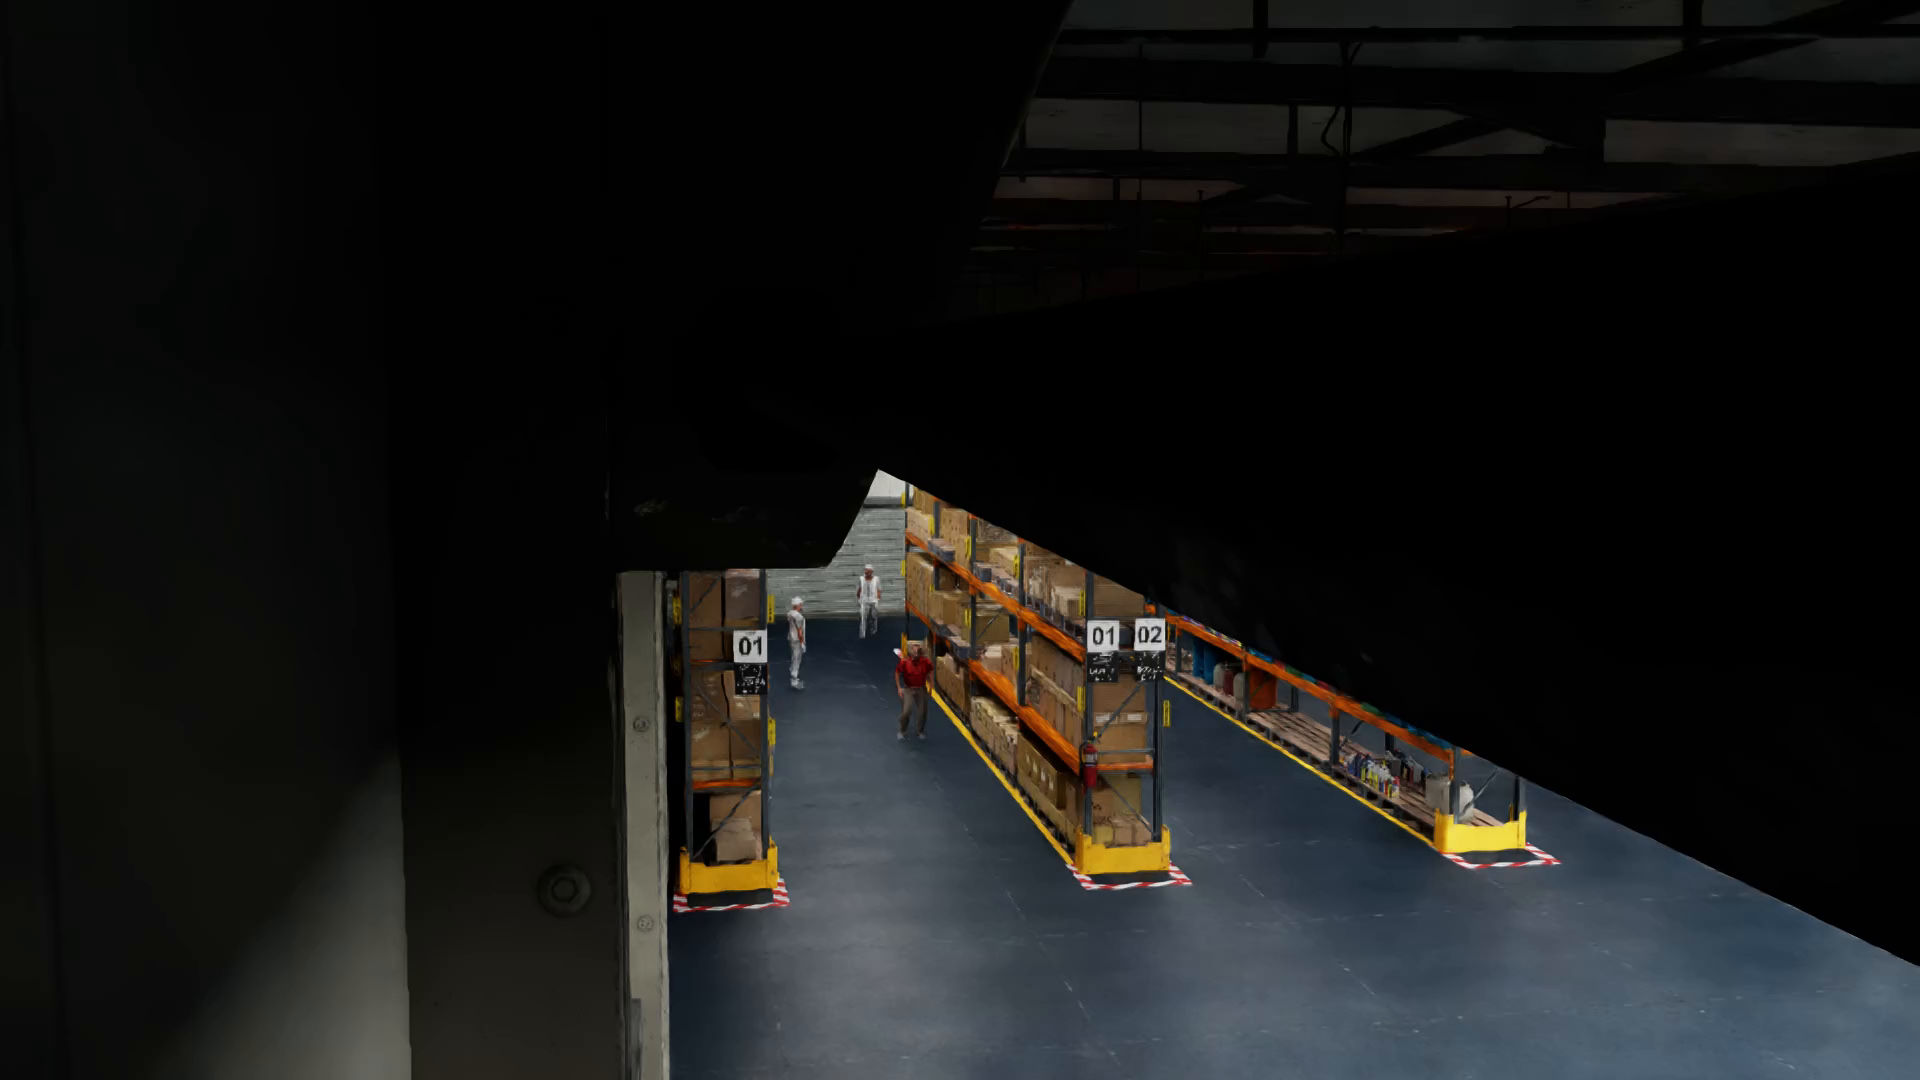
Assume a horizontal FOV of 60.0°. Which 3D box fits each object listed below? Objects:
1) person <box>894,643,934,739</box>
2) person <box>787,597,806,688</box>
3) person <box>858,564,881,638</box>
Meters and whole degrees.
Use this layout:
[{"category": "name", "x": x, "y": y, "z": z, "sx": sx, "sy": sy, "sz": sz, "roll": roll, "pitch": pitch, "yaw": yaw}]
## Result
[{"category": "person", "x": -0.781, "y": 2.568, "z": 28.318, "sx": 0.682, "sy": 1.676, "sz": 0.535, "roll": -1, "pitch": 6, "yaw": -11}, {"category": "person", "x": -3.216, "y": 2.009, "z": 32.912, "sx": 0.396, "sy": 1.791, "sz": 0.655, "roll": -3, "pitch": 6, "yaw": -23}, {"category": "person", "x": -2.128, "y": 1.418, "z": 39.012, "sx": 0.549, "sy": 1.724, "sz": 1.037, "roll": 0, "pitch": 6, "yaw": -1}]
